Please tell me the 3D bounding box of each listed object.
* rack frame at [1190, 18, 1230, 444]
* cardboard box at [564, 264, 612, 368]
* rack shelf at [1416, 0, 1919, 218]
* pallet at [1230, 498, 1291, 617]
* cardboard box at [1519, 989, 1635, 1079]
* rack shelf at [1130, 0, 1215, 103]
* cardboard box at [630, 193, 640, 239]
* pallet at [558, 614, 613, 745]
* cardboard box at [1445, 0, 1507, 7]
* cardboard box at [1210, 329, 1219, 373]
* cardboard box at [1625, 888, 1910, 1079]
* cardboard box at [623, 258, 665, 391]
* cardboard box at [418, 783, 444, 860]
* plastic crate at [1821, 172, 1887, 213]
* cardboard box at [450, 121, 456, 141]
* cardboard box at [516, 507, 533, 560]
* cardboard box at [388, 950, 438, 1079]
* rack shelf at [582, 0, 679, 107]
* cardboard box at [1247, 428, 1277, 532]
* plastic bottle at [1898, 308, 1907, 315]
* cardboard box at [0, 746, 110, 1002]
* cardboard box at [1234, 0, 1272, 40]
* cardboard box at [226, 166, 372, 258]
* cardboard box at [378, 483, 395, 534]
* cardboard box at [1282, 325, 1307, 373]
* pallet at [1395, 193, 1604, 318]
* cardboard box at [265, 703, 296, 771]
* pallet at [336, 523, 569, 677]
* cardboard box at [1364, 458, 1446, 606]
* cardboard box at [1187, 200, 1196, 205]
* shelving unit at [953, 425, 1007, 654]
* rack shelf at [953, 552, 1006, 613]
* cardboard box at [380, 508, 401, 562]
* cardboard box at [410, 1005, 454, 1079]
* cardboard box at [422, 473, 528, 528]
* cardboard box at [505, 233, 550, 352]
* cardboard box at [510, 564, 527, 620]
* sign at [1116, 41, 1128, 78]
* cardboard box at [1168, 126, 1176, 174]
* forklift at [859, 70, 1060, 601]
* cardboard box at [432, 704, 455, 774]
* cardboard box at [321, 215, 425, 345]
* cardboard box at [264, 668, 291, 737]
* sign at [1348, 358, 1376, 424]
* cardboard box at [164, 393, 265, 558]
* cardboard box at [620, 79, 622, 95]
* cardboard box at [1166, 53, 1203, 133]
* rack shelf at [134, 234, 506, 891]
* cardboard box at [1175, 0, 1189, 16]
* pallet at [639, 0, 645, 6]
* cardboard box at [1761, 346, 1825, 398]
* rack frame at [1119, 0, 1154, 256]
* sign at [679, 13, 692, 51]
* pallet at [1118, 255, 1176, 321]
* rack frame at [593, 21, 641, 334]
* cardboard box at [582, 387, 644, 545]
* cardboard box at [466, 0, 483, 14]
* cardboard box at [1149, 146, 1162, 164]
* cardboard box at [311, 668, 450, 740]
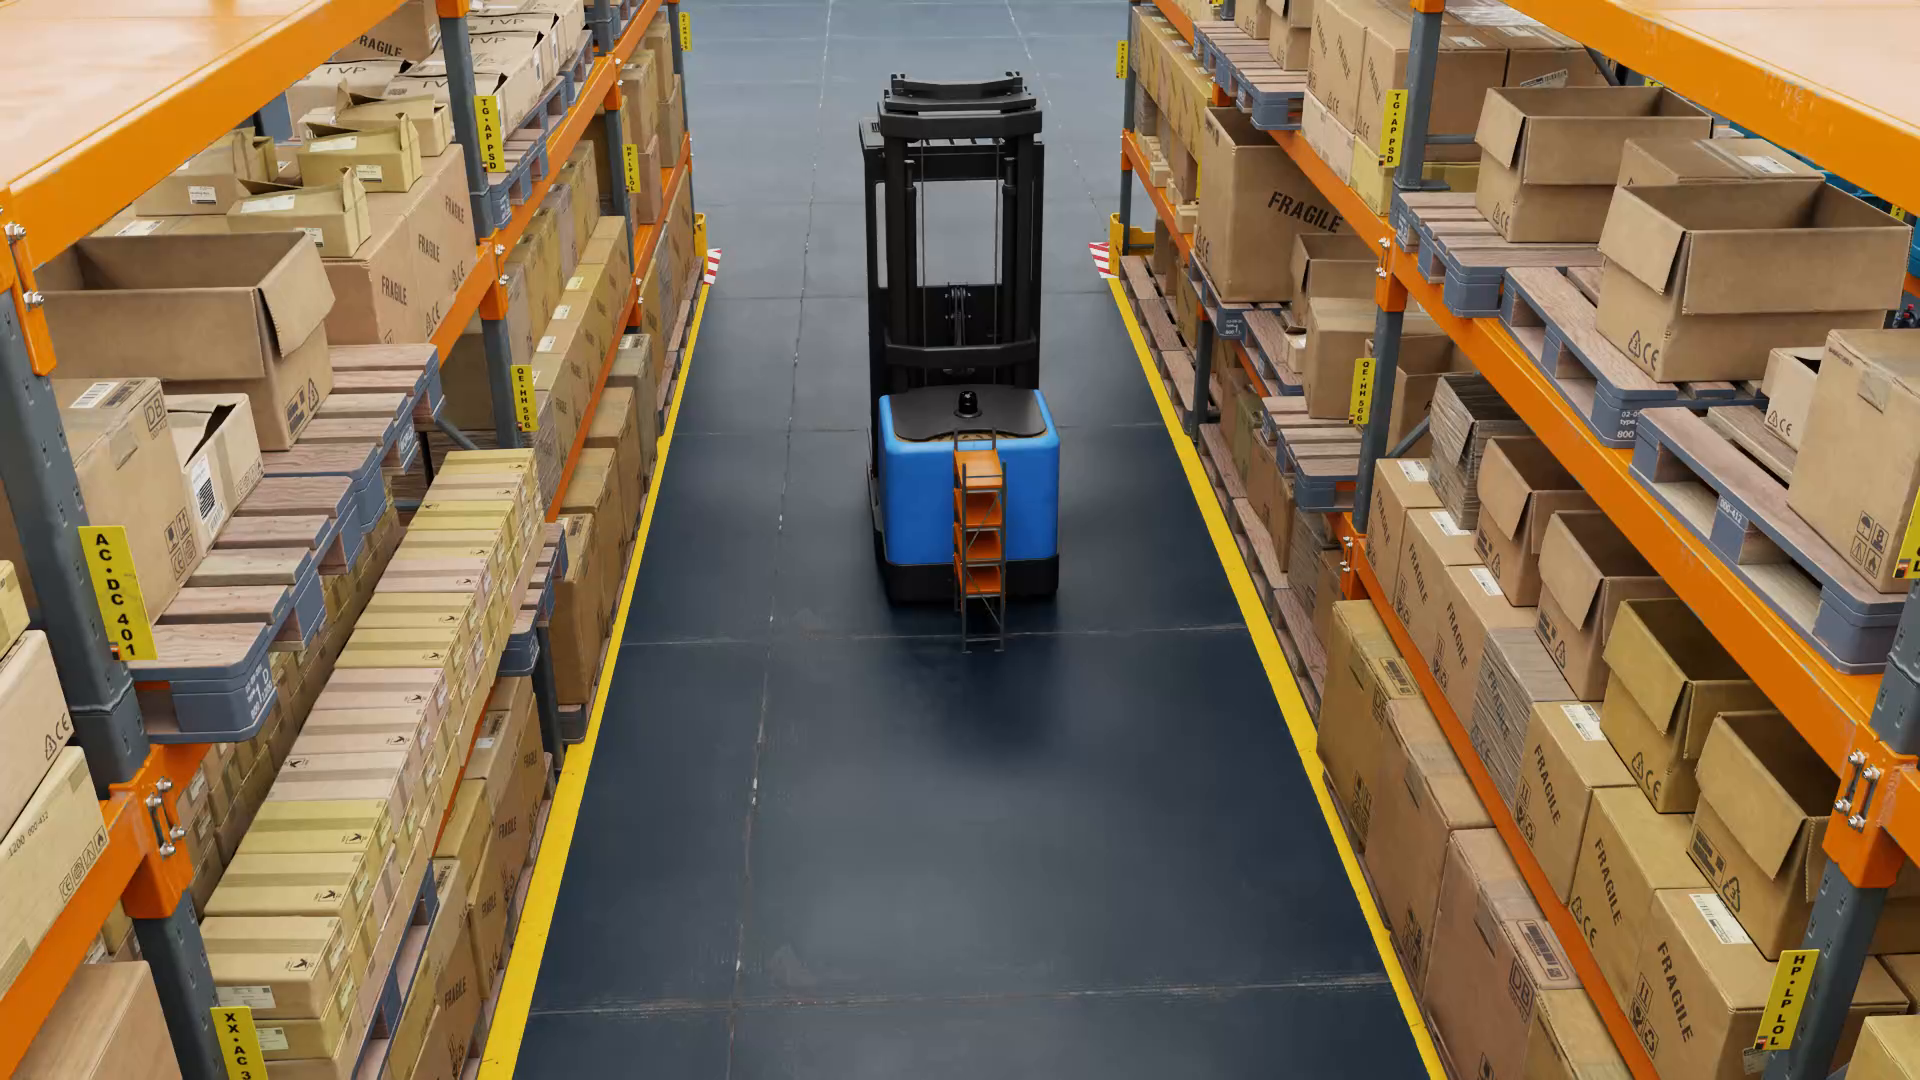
[{"bbox_3d":[2.203,-2.075,11.548,1.000,3.000,0.127,-1,28,-3],"label":"rack frame"},{"bbox_3d":[-2.408,-1.345,10.040,0.500,0.500,0.500,-1,28,-2],"label":"cardboard box"},{"bbox_3d":[2.517,-1.468,5.107,1.077,0.370,4.000,-1,28,-3],"label":"rack shelf"},{"bbox_3d":[2.312,0.085,10.420,1.003,0.211,1.213,-1,28,-3],"label":"pallet"},{"bbox_3d":[2.568,2.080,5.424,1.225,0.875,0.875,-1,28,-2],"label":"cardboard box"},{"bbox_3d":[2.099,-4.010,12.791,1.077,0.370,4.000,-1,28,-3],"label":"rack shelf"},{"bbox_3d":[-2.838,-2.492,12.185,0.875,0.550,0.550,-1,28,-3],"label":"cardboard box"},{"bbox_3d":[-2.512,0.715,9.212,1.003,0.211,1.213,-1,28,-3],"label":"pallet"},{"bbox_3d":[2.588,-2.514,8.496,0.500,0.500,0.500,-2,28,-4],"label":"cardboard box"},{"bbox_3d":[2.185,-1.603,12.891,0.500,0.500,0.500,7,28,14],"label":"cardboard box"},{"bbox_3d":[2.324,1.365,4.843,0.500,0.500,0.500,-1,28,-2],"label":"cardboard box"},{"bbox_3d":[-2.718,-1.539,12.362,0.875,0.875,0.875,-1,28,-2],"label":"cardboard box"},{"bbox_3d":[-1.954,0.947,5.570,0.380,0.149,0.250,-3,28,-5],"label":"cardboard box"},{"bbox_3d":[6.821,-2.634,12.779,0.499,0.251,0.616,-1,28,-3],"label":"plastic crate"},{"bbox_3d":[-2.404,-1.762,7.413,0.380,0.149,0.250,-2,28,-5],"label":"cardboard box"},{"bbox_3d":[-2.050,-0.021,7.105,0.380,0.149,0.250,0,28,-1],"label":"cardboard box"},{"bbox_3d":[-2.142,1.688,5.770,0.500,0.250,0.500,-1,28,-1],"label":"cardboard box"},{"bbox_3d":[-2.860,-3.937,12.651,1.077,0.370,4.000,-1,28,-3],"label":"rack shelf"},{"bbox_3d":[2.250,-0.399,10.561,0.700,0.500,0.500,-4,28,-7],"label":"cardboard box"},{"bbox_3d":[7.545,-1.733,13.353,0.061,0.283,0.133,0,28,0],"label":"plastic bottle"},{"bbox_3d":[-2.042,0.649,3.243,0.500,0.250,0.500,-1,28,-1],"label":"cardboard box"},{"bbox_3d":[2.129,-3.418,10.312,0.797,0.503,0.637,-3,28,-5],"label":"cardboard box"},{"bbox_3d":[-2.178,-1.095,5.488,0.396,0.266,0.258,-1,28,-3],"label":"cardboard box"},{"bbox_3d":[-2.721,-0.134,7.321,0.380,0.149,0.250,0,28,0],"label":"cardboard box"},{"bbox_3d":[2.056,-1.118,9.404,0.396,0.266,0.258,-2,28,-4],"label":"cardboard box"},{"bbox_3d":[2.499,-1.178,6.788,1.213,0.211,1.003,0,28,0],"label":"pallet"},{"bbox_3d":[-2.641,0.714,6.017,0.380,0.149,0.250,-2,28,-4],"label":"cardboard box"},{"bbox_3d":[-2.403,0.257,7.284,1.213,0.211,1.003,-1,28,-3],"label":"pallet"},{"bbox_3d":[2.166,-0.041,7.540,0.500,0.500,0.500,-1,28,-1],"label":"cardboard box"},{"bbox_3d":[1.936,-2.520,12.672,0.380,0.149,0.250,-1,28,-3],"label":"cardboard box"},{"bbox_3d":[0.109,0.000,9.515,0.258,1.200,0.503,-3,28,-5],"label":"shelving unit"},{"bbox_3d":[0.109,0.236,9.638,0.258,0.148,0.480,-3,28,-5],"label":"rack shelf"},{"bbox_3d":[-2.724,-0.018,7.421,0.380,0.149,0.250,-2,28,-3],"label":"cardboard box"},{"bbox_3d":[-2.140,2.022,5.940,0.500,0.500,0.500,0,28,0],"label":"cardboard box"},{"bbox_3d":[-2.052,-0.162,7.054,0.380,0.149,0.250,-2,28,-3],"label":"cardboard box"},{"bbox_3d":[-2.616,-1.321,8.911,0.700,0.500,0.500,-2,28,-3],"label":"cardboard box"},{"bbox_3d":[-2.036,0.220,6.964,0.380,0.149,0.250,-1,28,-2],"label":"cardboard box"},{"bbox_3d":[1.453,-4.293,14.864,0.100,0.325,0.005,-1,28,-3],"label":"sign"},{"bbox_3d":[2.139,-3.153,13.184,0.875,0.500,0.500,-1,28,-3],"label":"cardboard box"},{"bbox_3d":[-0.060,-1.587,10.686,1.130,2.935,3.031,-3,28,-5],"label":"forklift"},{"bbox_3d":[-1.972,0.687,5.748,0.380,0.149,0.250,-2,28,-4],"label":"cardboard box"},{"bbox_3d":[-2.201,-0.810,5.770,0.500,0.500,0.500,-1,28,-3],"label":"cardboard box"},{"bbox_3d":[-2.635,0.586,5.942,0.380,0.149,0.250,0,28,-1],"label":"cardboard box"},{"bbox_3d":[1.871,-0.689,7.723,0.100,0.325,0.005,-1,28,-3],"label":"sign"},{"bbox_3d":[-2.174,-0.196,4.343,0.500,0.311,0.500,-2,28,-3],"label":"cardboard box"},{"bbox_3d":[-2.885,-2.970,11.933,0.875,0.550,0.550,-1,28,-3],"label":"cardboard box"},{"bbox_3d":[1.853,-3.358,12.496,0.500,0.500,0.500,-1,28,-3],"label":"cardboard box"},{"bbox_3d":[-2.442,-0.242,5.568,1.077,0.370,4.000,-1,28,-3],"label":"rack shelf"},{"bbox_3d":[1.870,-4.020,12.194,0.500,0.250,0.500,-2,28,-3],"label":"cardboard box"},{"bbox_3d":[-2.848,-4.233,12.537,1.003,0.211,1.213,-1,28,-3],"label":"pallet"},{"bbox_3d":[2.693,-0.477,5.057,0.380,0.149,0.250,-2,28,-5],"label":"cardboard box"},{"bbox_3d":[1.995,-3.923,15.089,1.000,3.000,0.127,-1,28,-3],"label":"rack frame"},{"bbox_3d":[-2.421,-4.475,14.640,0.100,0.325,0.005,-1,28,-3],"label":"sign"},{"bbox_3d":[2.006,-2.275,14.946,1.003,0.211,1.213,-1,28,-3],"label":"pallet"},{"bbox_3d":[-2.755,-2.002,11.408,1.000,3.000,0.127,-1,28,-3],"label":"rack frame"},{"bbox_3d":[-2.586,-0.461,10.431,1.050,0.750,0.750,-1,28,-3],"label":"cardboard box"},{"bbox_3d":[-2.973,-3.218,10.079,0.258,0.266,0.396,-2,28,-3],"label":"cardboard box"},{"bbox_3d":[1.803,-3.212,13.998,0.380,0.149,0.250,-1,28,-3],"label":"cardboard box"},{"bbox_3d":[-1.967,0.563,5.662,0.380,0.149,0.250,0,28,-1],"label":"cardboard box"}]
